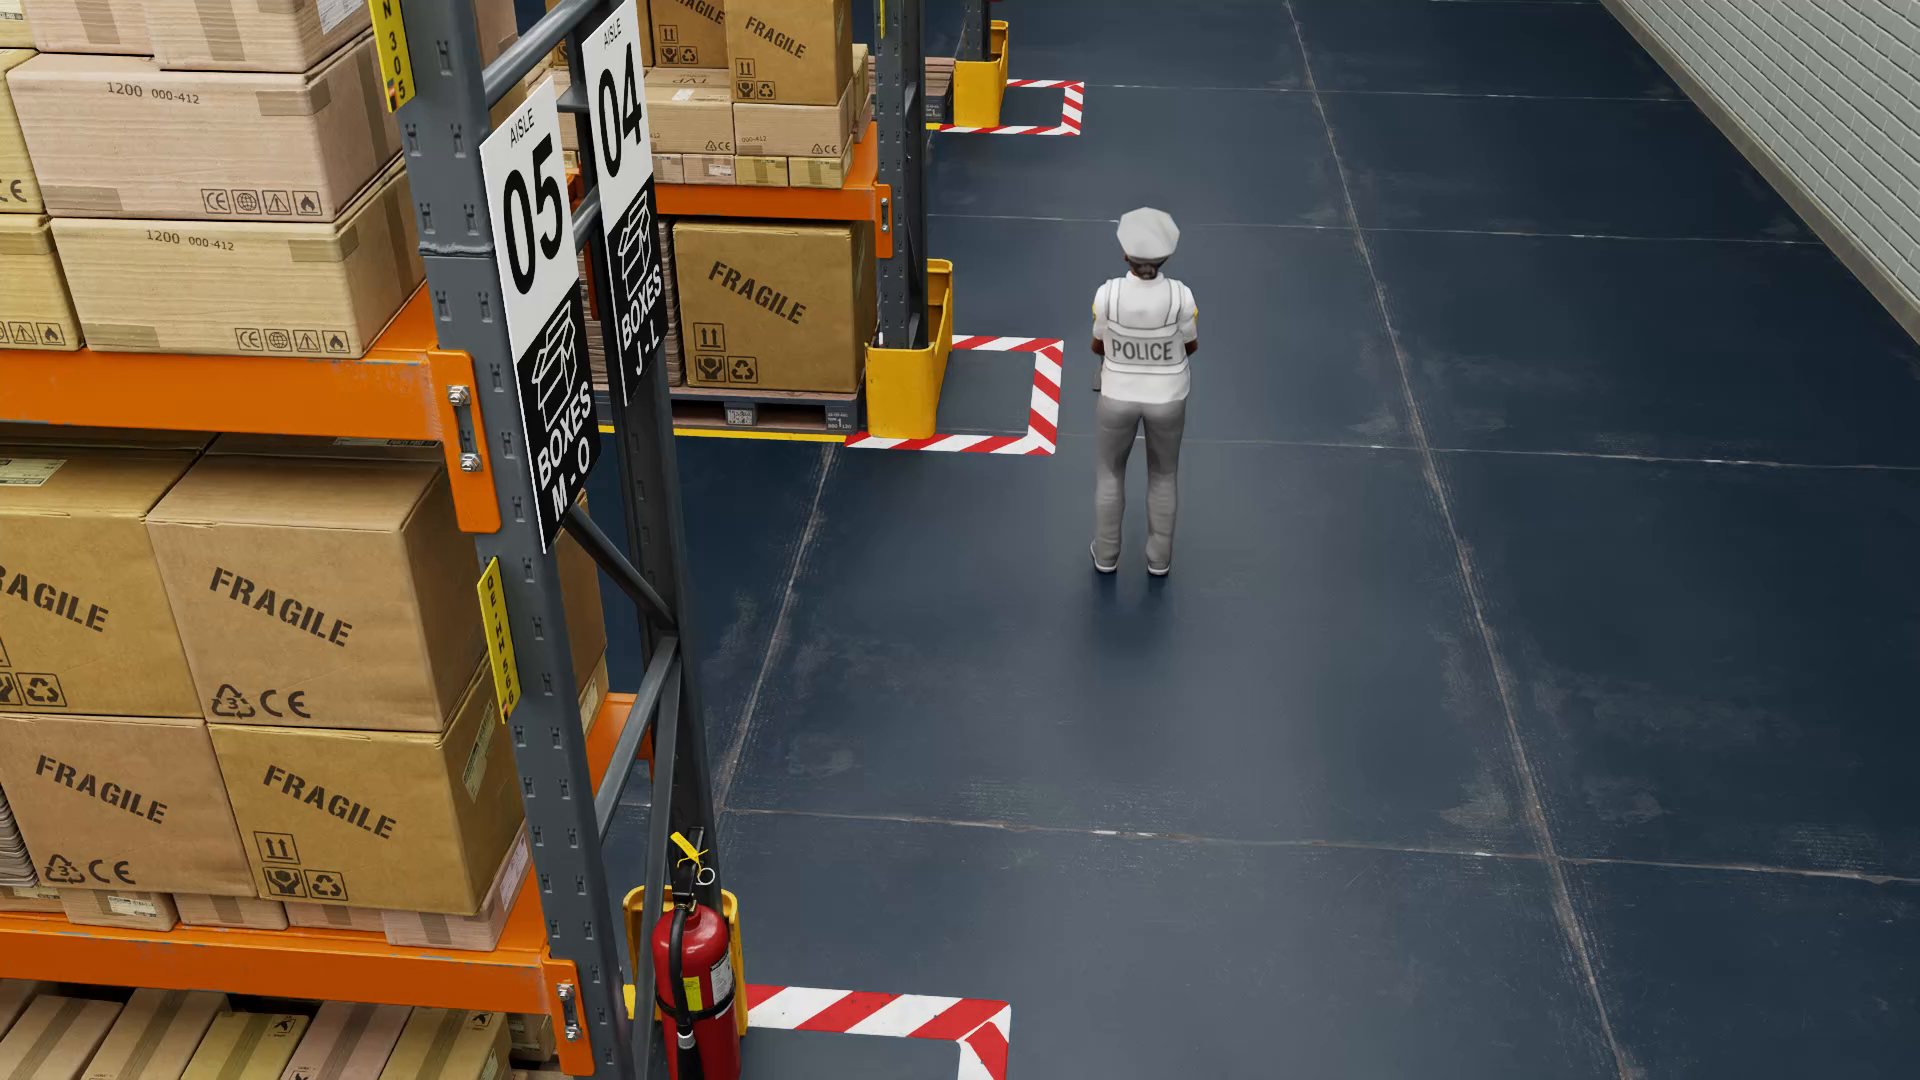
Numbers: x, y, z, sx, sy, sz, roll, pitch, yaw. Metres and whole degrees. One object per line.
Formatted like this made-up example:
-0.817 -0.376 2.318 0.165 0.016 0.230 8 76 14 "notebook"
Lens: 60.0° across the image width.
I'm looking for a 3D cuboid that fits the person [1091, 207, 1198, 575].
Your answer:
0.778 -0.649 7.142 0.449 1.688 0.540 3 32 4 "person"
